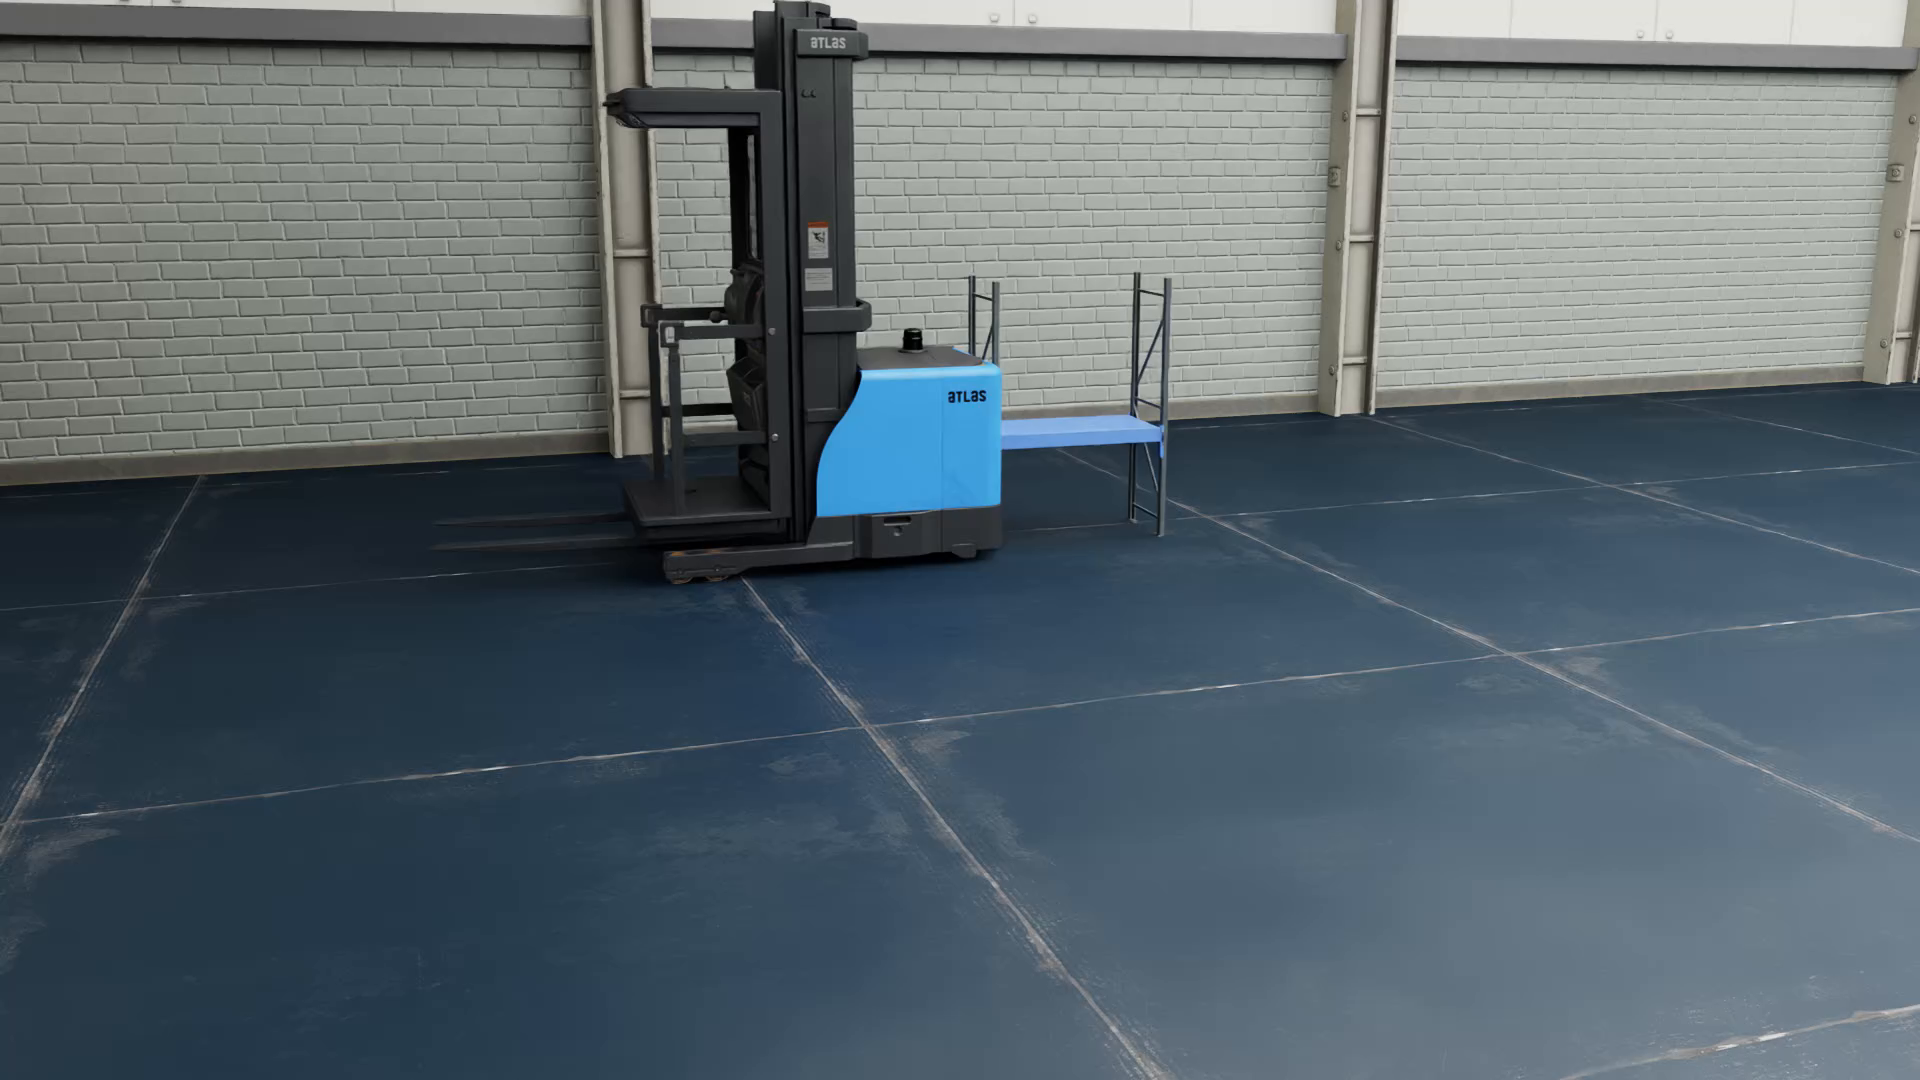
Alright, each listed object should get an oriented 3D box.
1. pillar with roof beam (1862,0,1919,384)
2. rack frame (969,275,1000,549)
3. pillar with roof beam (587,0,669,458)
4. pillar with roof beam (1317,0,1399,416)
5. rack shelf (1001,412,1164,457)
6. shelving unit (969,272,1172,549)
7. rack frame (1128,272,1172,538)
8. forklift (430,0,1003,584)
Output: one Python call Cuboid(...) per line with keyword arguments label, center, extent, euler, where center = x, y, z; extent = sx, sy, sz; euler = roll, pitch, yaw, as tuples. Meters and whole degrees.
Cuboid(label="pillar with roof beam", center=(10.358, -4.968, 11.081), extent=(0.400, 9.000, 9.100), euler=(-4, 14, -18))
Cuboid(label="rack frame", center=(0.133, -0.735, 9.492), extent=(0.032, 1.500, 0.500), euler=(-4, 14, -16))
Cuboid(label="pillar with roof beam", center=(-1.015, -4.082, 7.358), extent=(0.400, 9.000, 9.100), euler=(-4, 14, -18))
Cuboid(label="pillar with roof beam", center=(4.671, -4.525, 9.220), extent=(0.400, 9.000, 9.100), euler=(-4, 14, -18))
Cuboid(label="rack shelf", center=(0.621, -0.593, 9.671), extent=(1.000, 0.185, 0.538), euler=(-4, 14, -16))
Cuboid(label="shelving unit", center=(0.621, -0.768, 9.630), extent=(1.048, 1.500, 0.538), euler=(-4, 14, -16))
Cuboid(label="rack frame", center=(1.110, -0.801, 9.767), extent=(0.032, 1.500, 0.500), euler=(-4, 14, -16))
Cuboid(label="forklift", center=(-1.336, -1.331, 8.906), extent=(3.031, 2.935, 1.130), euler=(-4, 14, -16))
